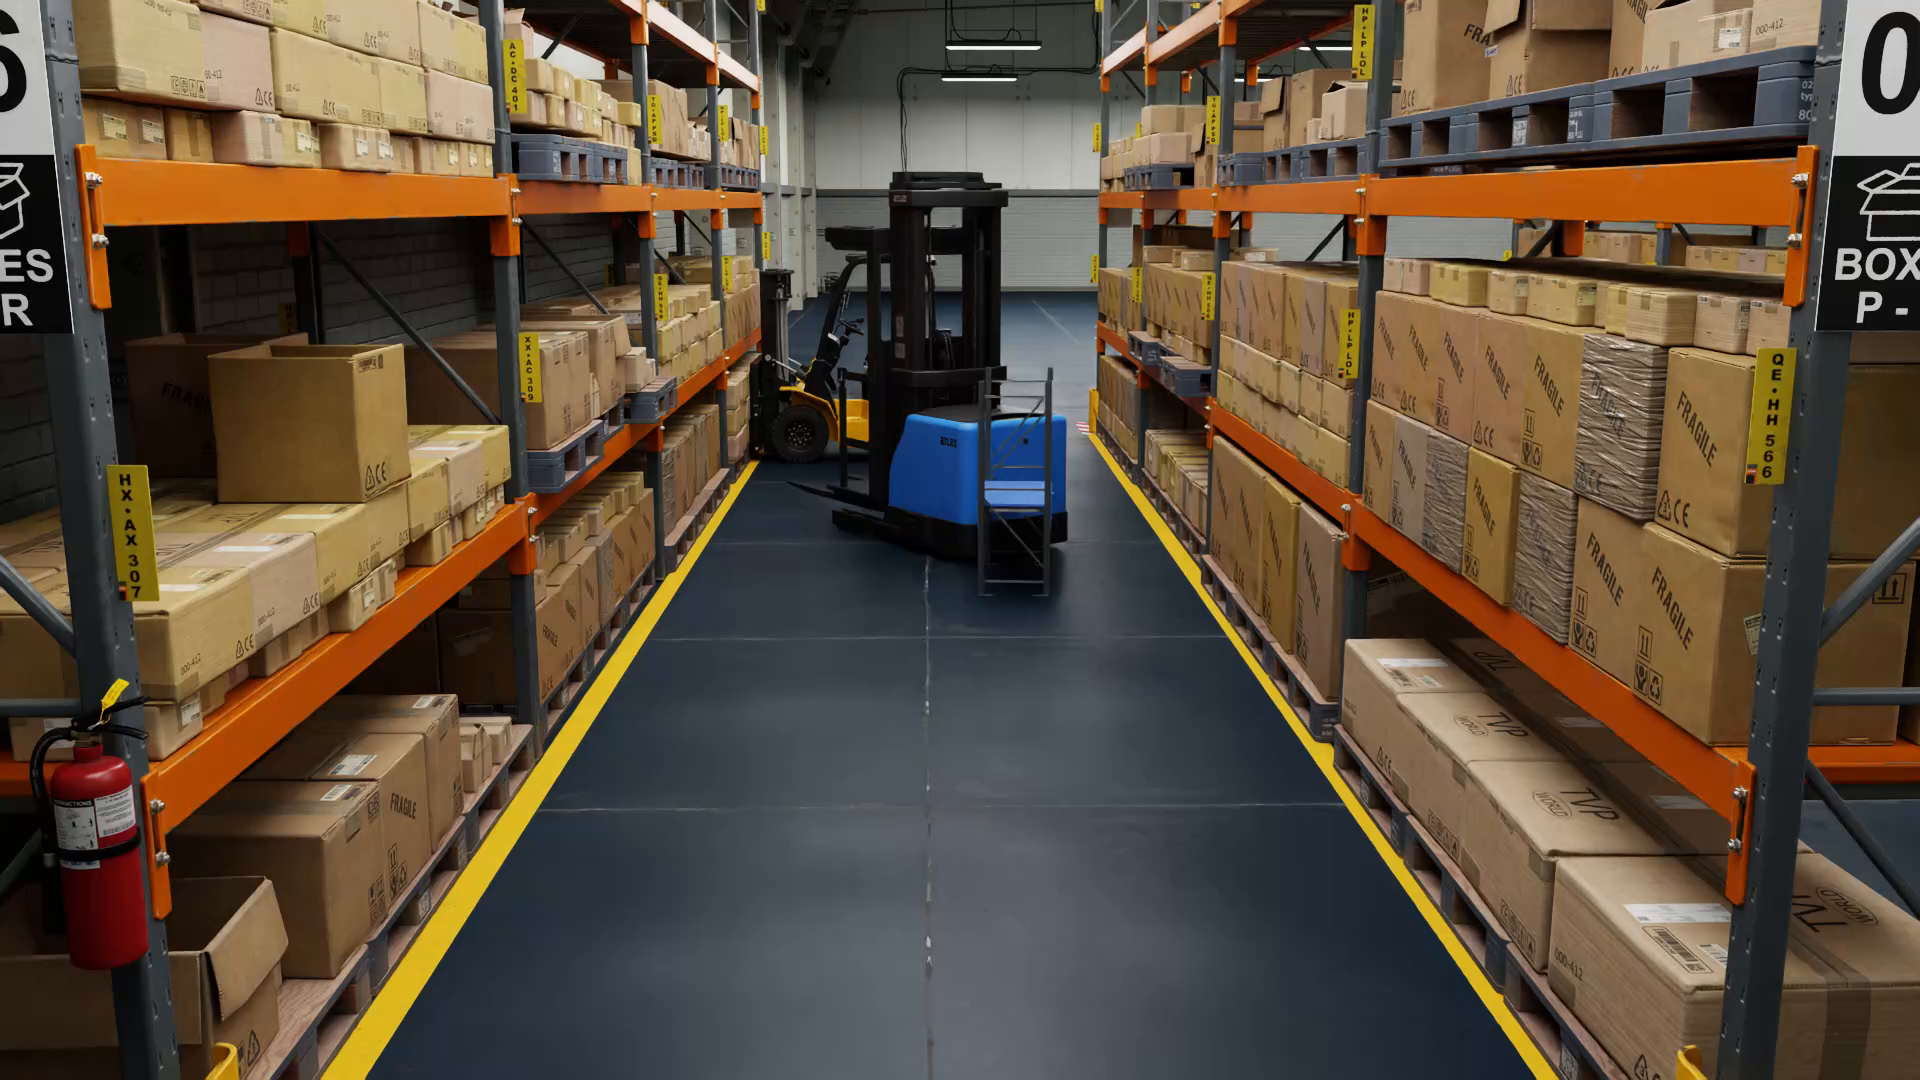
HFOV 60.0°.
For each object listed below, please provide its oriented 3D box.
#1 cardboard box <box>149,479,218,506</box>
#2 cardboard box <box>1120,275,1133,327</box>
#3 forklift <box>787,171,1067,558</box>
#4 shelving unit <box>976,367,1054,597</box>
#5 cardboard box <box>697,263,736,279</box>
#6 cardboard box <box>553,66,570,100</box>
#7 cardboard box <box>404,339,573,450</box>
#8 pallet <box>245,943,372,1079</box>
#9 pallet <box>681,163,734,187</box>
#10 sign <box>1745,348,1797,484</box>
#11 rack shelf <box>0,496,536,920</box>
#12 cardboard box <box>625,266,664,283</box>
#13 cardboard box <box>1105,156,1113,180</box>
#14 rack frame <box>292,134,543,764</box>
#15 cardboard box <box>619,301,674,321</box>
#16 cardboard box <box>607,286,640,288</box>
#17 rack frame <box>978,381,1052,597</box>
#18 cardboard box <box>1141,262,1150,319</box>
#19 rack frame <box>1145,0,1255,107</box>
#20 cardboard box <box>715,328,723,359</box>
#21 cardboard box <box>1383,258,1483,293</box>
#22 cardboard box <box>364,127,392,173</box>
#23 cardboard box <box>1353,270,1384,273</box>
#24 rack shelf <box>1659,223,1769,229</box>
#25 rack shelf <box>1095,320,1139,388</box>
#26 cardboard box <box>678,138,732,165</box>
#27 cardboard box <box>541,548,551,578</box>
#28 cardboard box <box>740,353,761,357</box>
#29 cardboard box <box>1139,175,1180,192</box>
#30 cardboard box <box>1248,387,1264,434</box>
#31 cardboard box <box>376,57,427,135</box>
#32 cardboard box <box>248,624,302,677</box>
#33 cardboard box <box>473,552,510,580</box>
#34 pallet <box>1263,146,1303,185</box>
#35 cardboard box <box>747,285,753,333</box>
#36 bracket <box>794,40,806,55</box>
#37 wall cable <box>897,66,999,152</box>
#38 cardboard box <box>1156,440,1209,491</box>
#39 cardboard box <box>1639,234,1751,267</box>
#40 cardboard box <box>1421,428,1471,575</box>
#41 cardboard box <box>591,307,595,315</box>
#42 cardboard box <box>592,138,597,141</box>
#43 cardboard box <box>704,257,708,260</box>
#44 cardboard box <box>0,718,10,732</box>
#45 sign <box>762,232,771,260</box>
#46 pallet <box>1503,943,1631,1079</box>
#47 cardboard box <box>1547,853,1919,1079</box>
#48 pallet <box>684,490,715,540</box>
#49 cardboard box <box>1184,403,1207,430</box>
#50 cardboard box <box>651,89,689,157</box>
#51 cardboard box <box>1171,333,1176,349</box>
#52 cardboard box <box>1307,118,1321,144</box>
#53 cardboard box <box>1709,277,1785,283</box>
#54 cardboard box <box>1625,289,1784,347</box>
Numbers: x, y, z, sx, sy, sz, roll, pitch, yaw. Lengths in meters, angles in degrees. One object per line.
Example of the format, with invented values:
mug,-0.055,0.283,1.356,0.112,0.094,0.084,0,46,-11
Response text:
cardboard box,-2.790,-0.056,5.918,0.500,0.250,0.500,0,11,-1
cardboard box,1.935,-2.482,17.250,0.500,0.500,0.500,0,11,0
forklift,-0.418,-1.544,13.797,1.130,2.935,3.031,-8,14,-35
shelving unit,0.408,-0.444,11.977,0.538,1.500,1.048,1,11,4
cardboard box,-2.460,-2.705,16.715,0.380,0.149,0.250,0,11,0
cardboard box,-2.179,-2.295,8.360,0.380,0.149,0.250,0,11,-2
cardboard box,-2.358,-0.735,8.330,0.700,0.500,0.500,0,11,0
pallet,-2.508,1.605,5.117,1.003,0.211,1.213,0,11,-1
pallet,-2.781,-3.570,16.288,1.003,0.211,1.213,0,11,-1
sign,1.930,-0.293,3.952,0.100,0.325,0.005,0,11,-1
rack shelf,-2.531,0.367,6.015,1.077,0.370,4.000,0,11,-1
cardboard box,-3.046,-2.548,15.945,0.380,0.149,0.250,0,11,-1
cardboard box,1.887,-4.131,18.461,0.500,0.250,0.500,0,11,-2
rack frame,-2.572,-0.383,7.904,1.000,3.000,0.127,0,11,-1
cardboard box,-2.423,-1.766,12.835,0.380,0.149,0.250,0,11,-1
cardboard box,-2.991,-2.216,15.055,0.380,0.149,0.250,-1,11,-3
rack frame,0.376,-0.344,11.480,0.500,1.500,0.032,1,11,4
cardboard box,1.948,-2.301,15.300,0.500,0.500,0.500,0,11,0
rack frame,2.225,-4.935,15.250,1.000,3.000,0.127,0,11,-1
cardboard box,-2.465,-1.801,15.269,0.500,0.250,0.500,0,11,0
cardboard box,2.138,-1.197,7.519,0.380,0.149,0.250,0,11,-2
cardboard box,-2.208,-1.354,5.776,0.380,0.149,0.250,0,11,0
cardboard box,2.606,-1.335,9.831,0.500,0.500,0.500,0,11,-2
rack shelf,7.213,-2.755,13.859,1.077,0.370,4.000,0,11,-1
rack shelf,2.184,-2.040,17.878,1.077,0.370,4.000,0,11,-1
cardboard box,-2.511,-3.821,16.221,0.500,0.311,0.500,0,11,0
cardboard box,-2.413,0.140,8.924,0.380,0.149,0.250,-1,11,-4
cardboard box,-2.499,-2.027,19.349,0.500,0.250,0.500,0,11,1
cardboard box,1.913,-3.403,15.876,0.380,0.149,0.250,0,11,-1
cardboard box,2.100,-0.821,10.440,0.500,0.250,0.500,0,11,1
cardboard box,-2.291,-1.625,6.112,0.500,0.250,0.500,0,11,0
cardboard box,-2.257,0.316,5.091,0.380,0.149,0.250,0,11,1
cardboard box,-2.374,0.100,8.372,0.380,0.149,0.250,0,11,-2
pallet,2.400,-2.227,9.922,1.003,0.211,1.213,0,11,1
cardboard box,-2.535,-2.516,18.164,0.500,0.500,0.500,0,11,-2
bracket,-3.786,-11.508,38.599,0.076,0.066,4.783,0,11,-1
wall cable,-0.361,-13.086,50.534,3.097,2.526,0.112,0,11,-1
cardboard box,2.257,-0.665,14.848,0.950,0.372,0.625,0,11,2
cardboard box,7.199,-2.711,16.286,0.875,0.550,0.550,0,11,-1
cardboard box,2.149,-0.160,6.552,0.500,0.500,0.500,0,11,-1
cardboard box,-2.864,-1.609,12.063,0.380,0.149,0.250,0,11,1
cardboard box,-2.437,-2.498,10.157,0.380,0.149,0.250,0,11,-1
cardboard box,-3.035,-3.109,18.709,0.380,0.149,0.250,0,11,0
cardboard box,-2.708,0.420,4.578,0.380,0.149,0.250,0,11,1
sign,-2.277,-3.452,19.520,0.100,0.325,0.005,0,11,-1
pallet,2.378,1.599,5.148,1.003,0.211,1.213,0,11,-1
cardboard box,2.360,1.310,4.946,0.875,0.438,0.875,-1,11,-3
pallet,-2.655,-0.217,14.100,1.003,0.211,1.213,0,11,-1
cardboard box,2.483,-1.339,16.587,0.500,0.500,0.500,0,11,2
cardboard box,-2.447,-3.300,13.175,0.500,0.500,0.500,0,11,0
cardboard box,1.955,-1.654,13.743,0.380,0.149,0.250,-1,11,-3
cardboard box,2.202,-2.341,9.541,0.380,0.166,0.250,1,11,4
cardboard box,2.731,-0.796,5.540,0.380,0.149,0.250,0,11,-1
cardboard box,2.147,-0.638,4.762,0.380,0.149,0.250,0,11,-2
